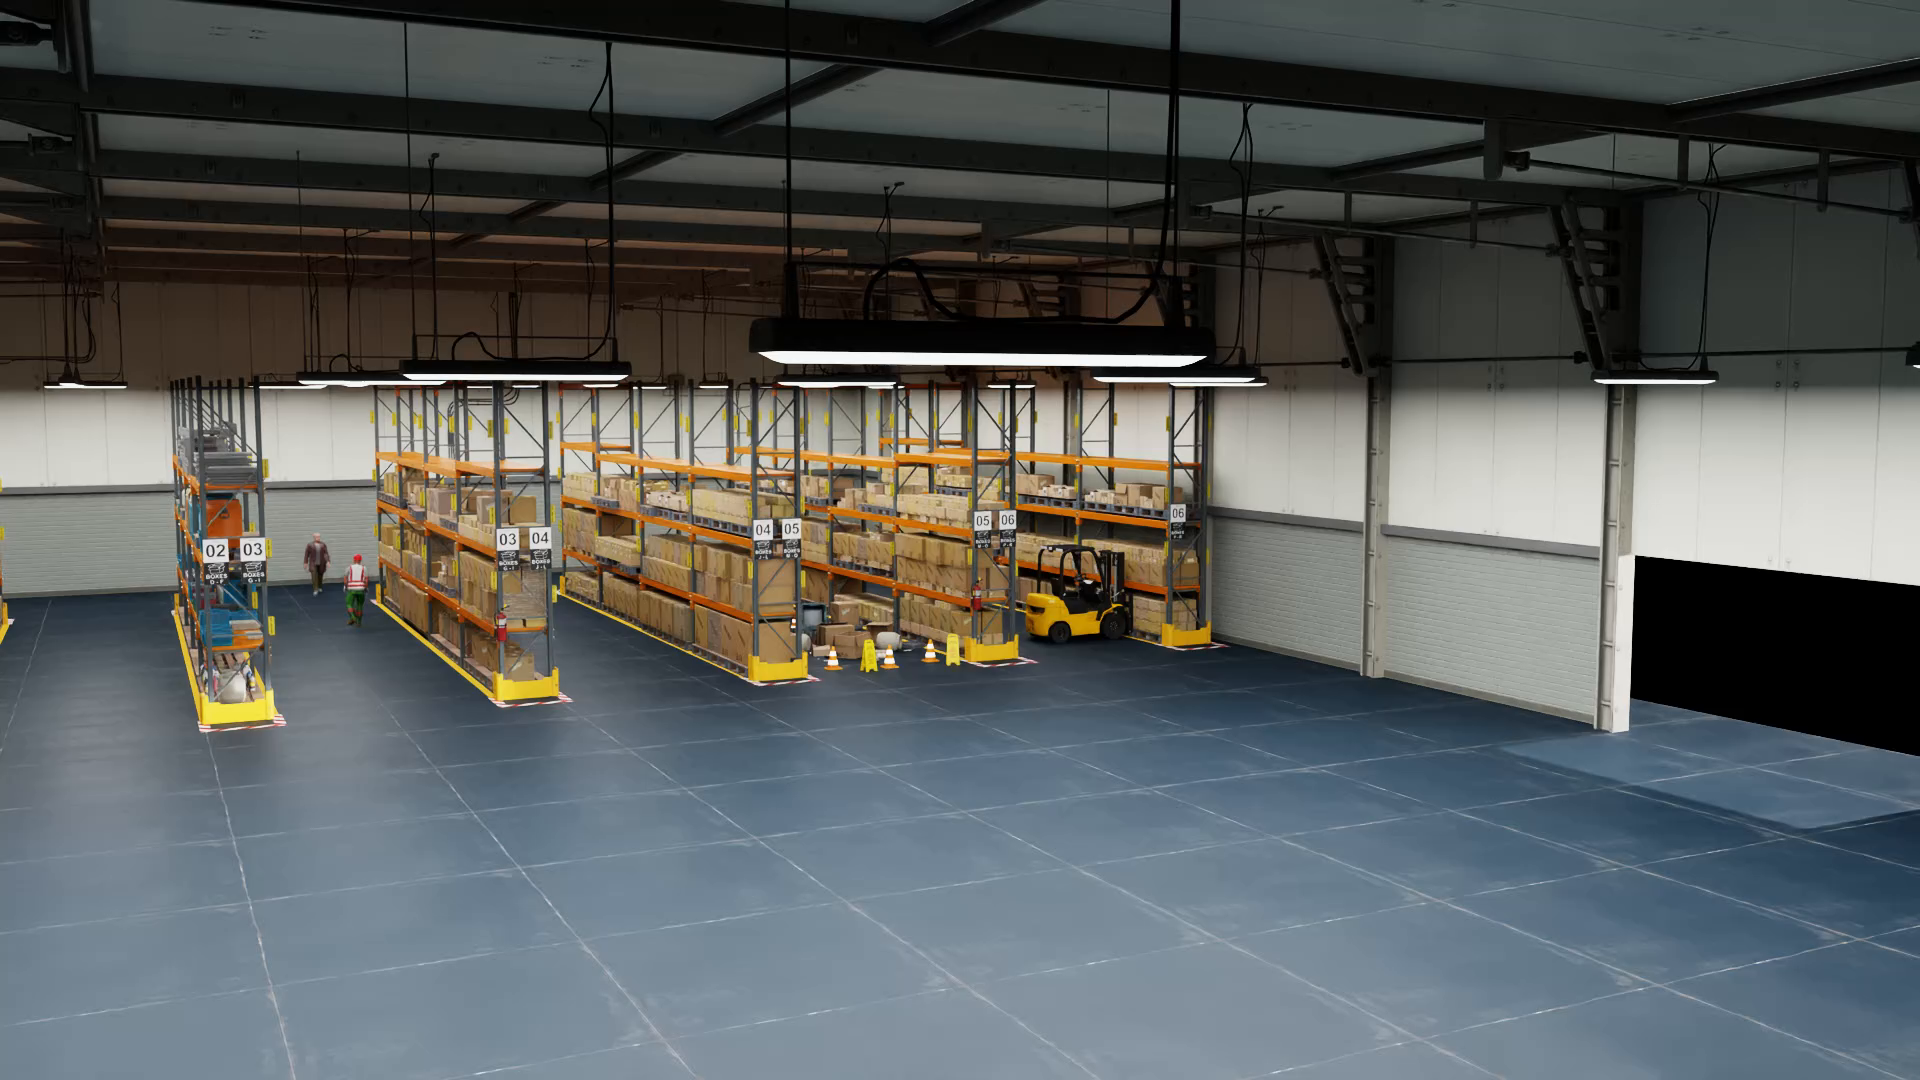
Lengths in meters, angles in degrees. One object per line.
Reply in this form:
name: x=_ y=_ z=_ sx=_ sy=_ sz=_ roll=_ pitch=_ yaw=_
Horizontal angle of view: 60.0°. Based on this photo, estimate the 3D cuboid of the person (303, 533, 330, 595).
person: x=-18.149 y=0.661 z=46.931 sx=0.708 sy=1.719 sz=1.103 roll=-2 pitch=6 yaw=-26

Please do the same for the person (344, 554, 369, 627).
person: x=-14.734 y=1.238 z=40.625 sx=0.587 sy=1.758 sz=0.711 roll=-2 pitch=6 yaw=-25
